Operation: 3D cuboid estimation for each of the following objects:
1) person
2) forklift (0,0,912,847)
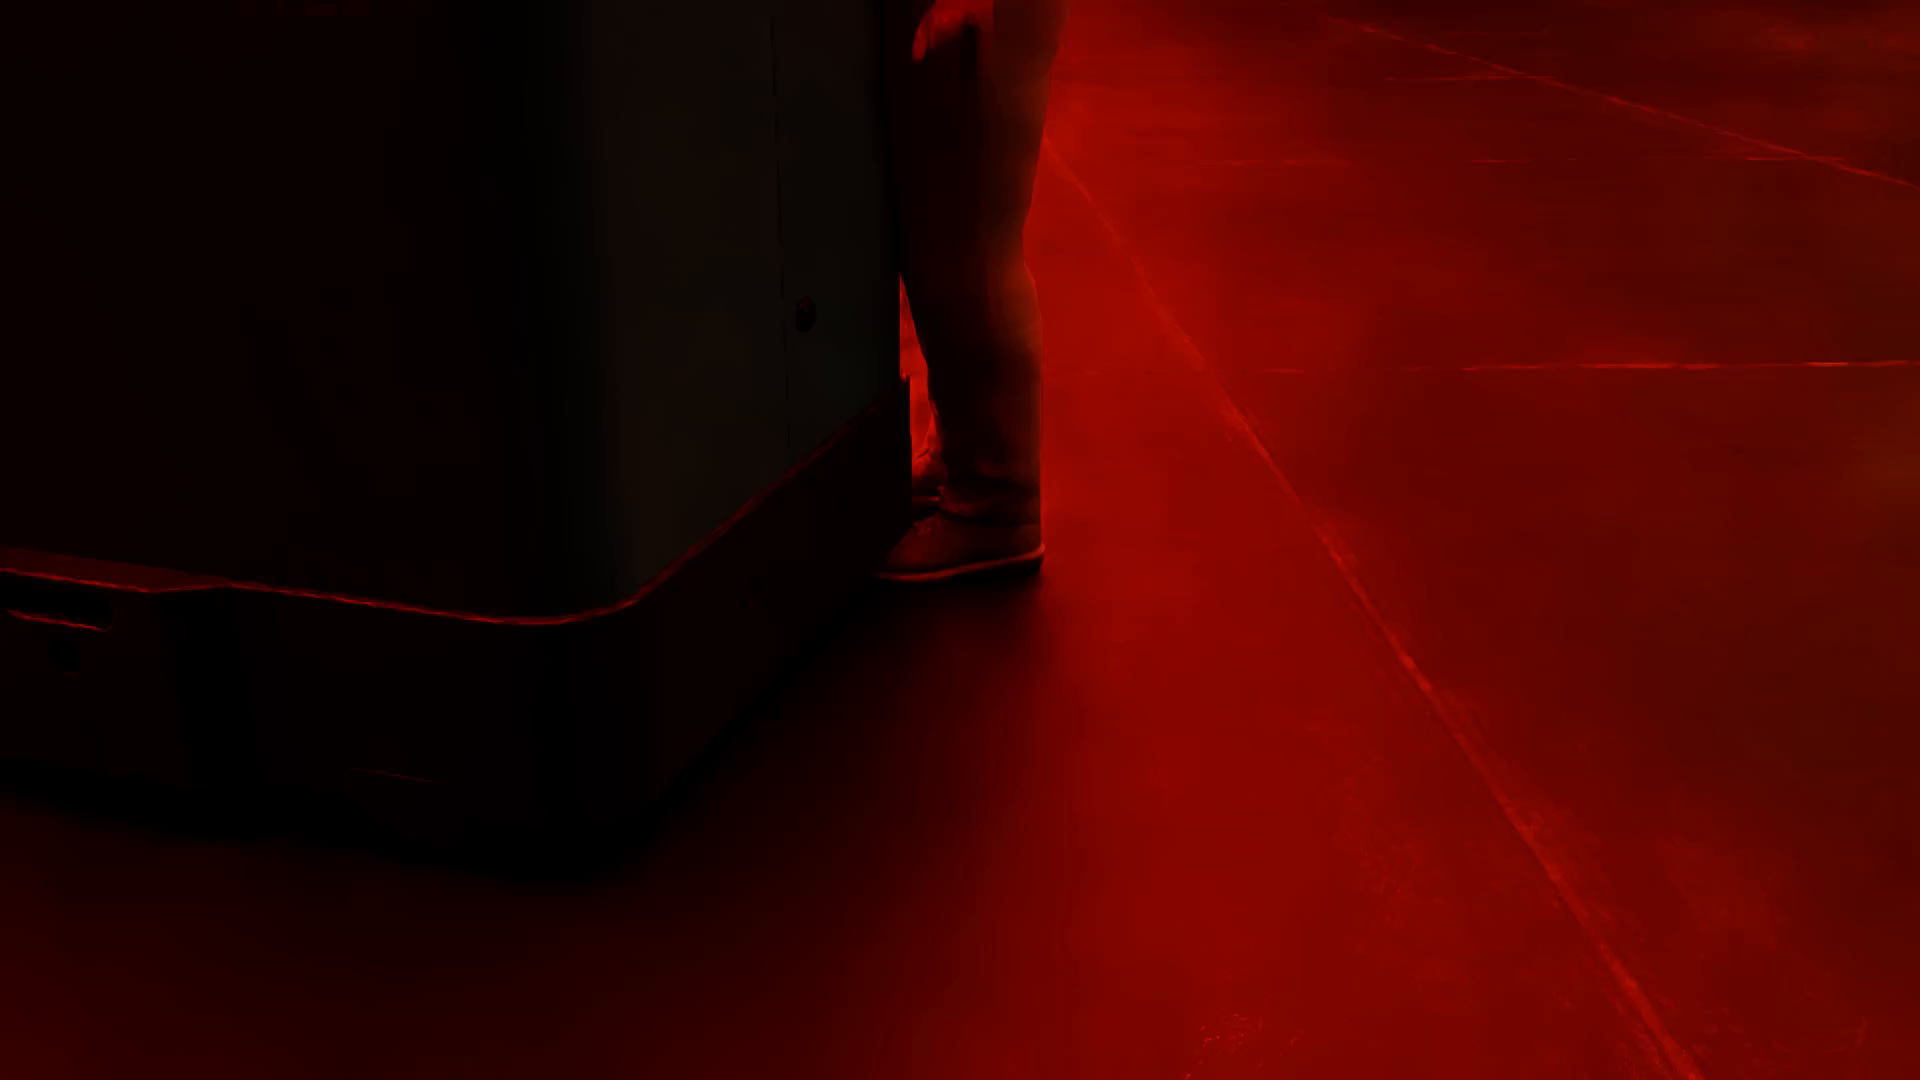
[{"bbox_3d":[-0.016,-0.822,2.413,0.396,1.769,0.523,-1,21,-3],"label":"person"},{"bbox_3d":[-1.651,-1.328,2.108,3.031,2.935,1.130,6,22,16],"label":"forklift"}]
